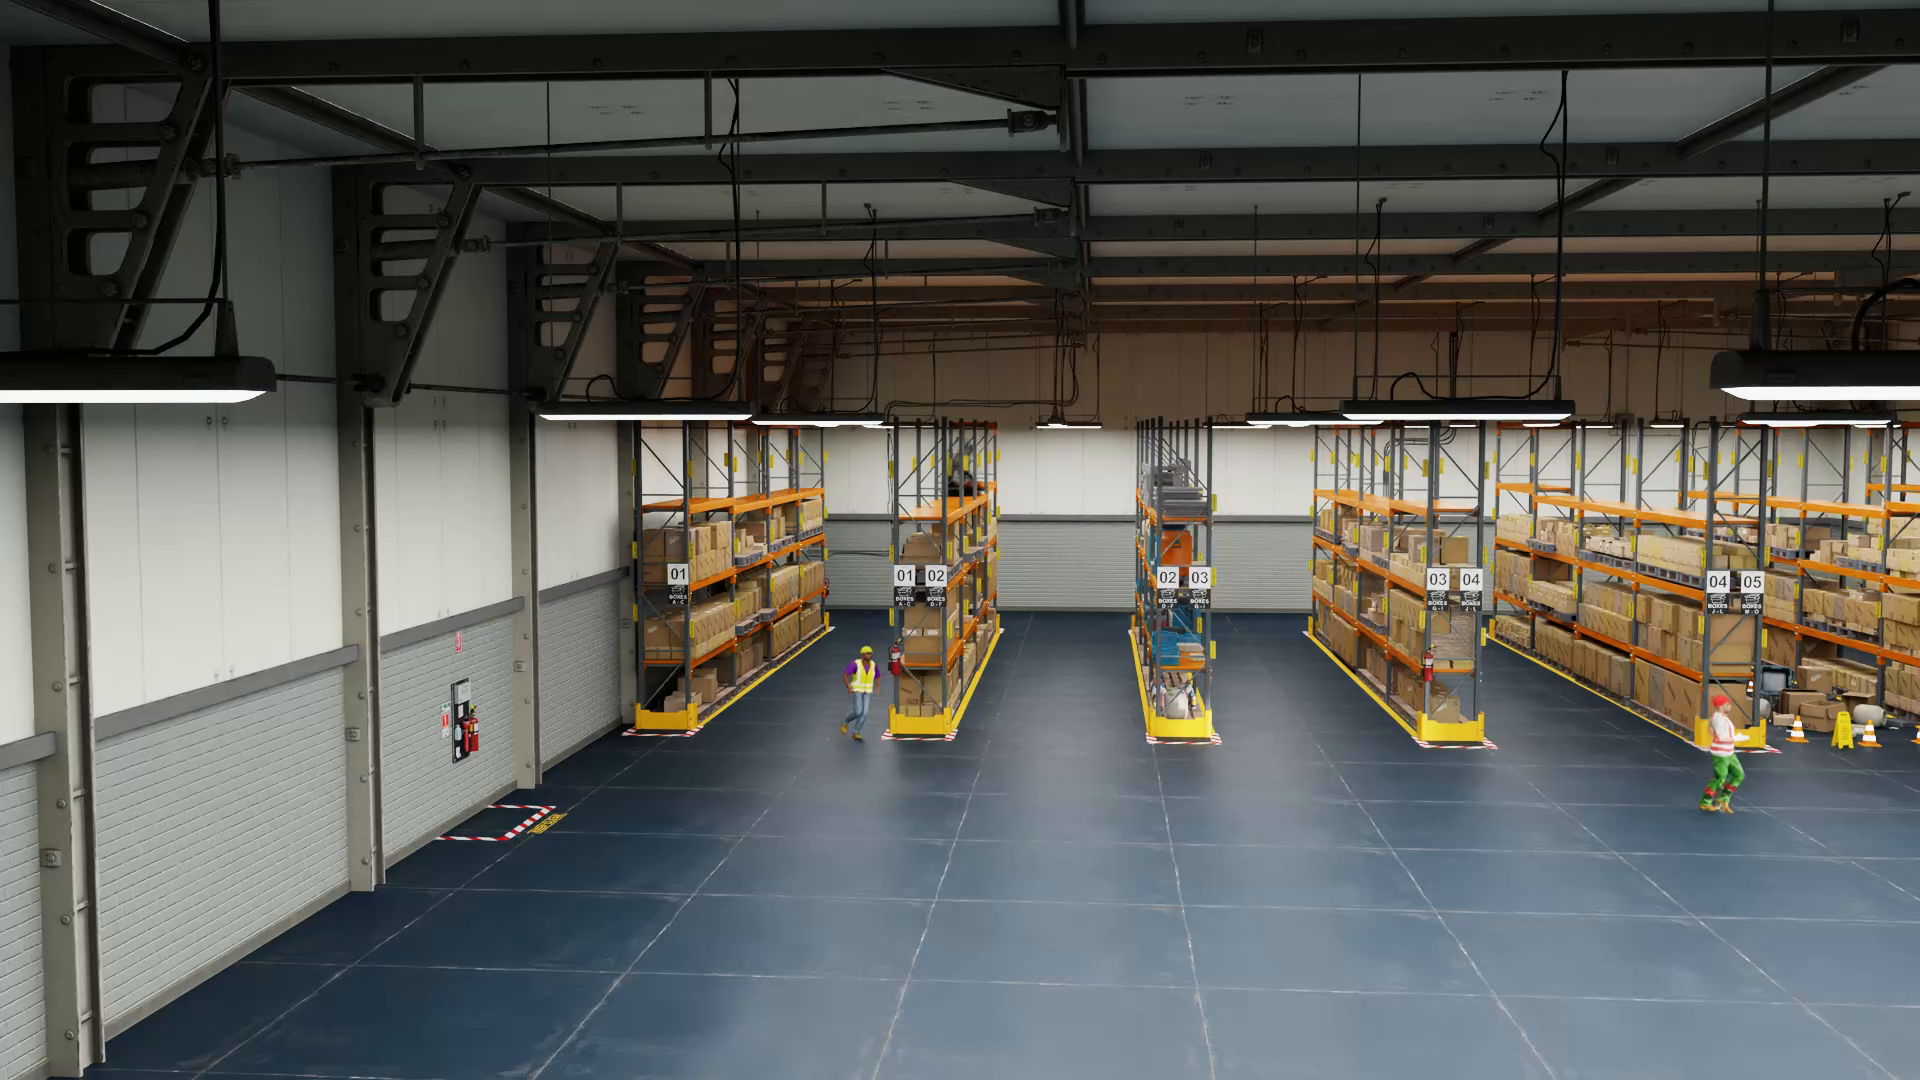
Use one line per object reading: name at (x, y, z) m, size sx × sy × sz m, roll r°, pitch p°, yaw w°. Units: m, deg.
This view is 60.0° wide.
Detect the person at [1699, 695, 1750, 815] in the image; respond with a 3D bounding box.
person at (11.417, 3.214, 24.805) m, size 0.681 × 1.809 × 0.635 m, roll 2°, pitch 4°, yaw 33°

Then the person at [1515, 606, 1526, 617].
person at (16.108, 1.722, 47.495) m, size 1.033 × 1.762 × 0.691 m, roll 1°, pitch 4°, yaw 8°

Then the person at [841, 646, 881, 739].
person at (-1.823, 2.837, 31.120) m, size 0.743 × 1.710 × 0.573 m, roll -2°, pitch 4°, yaw -29°
